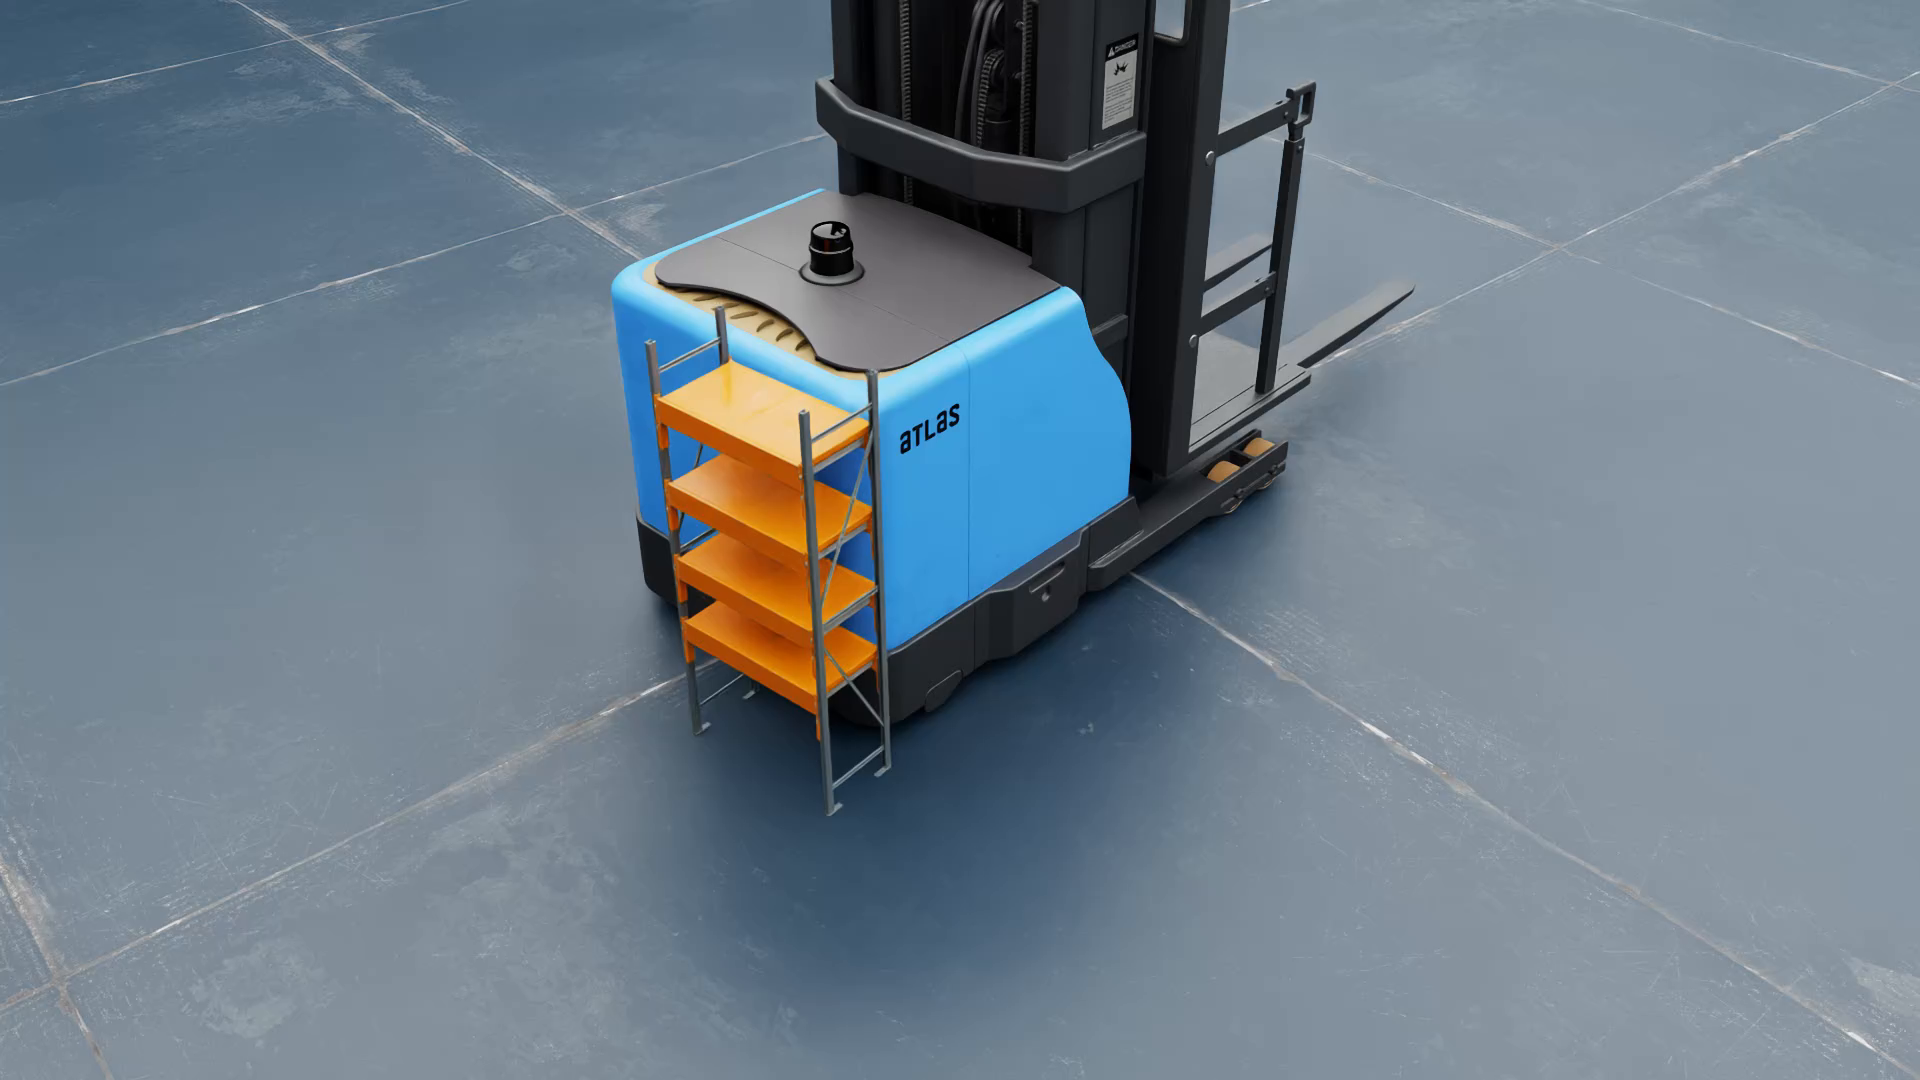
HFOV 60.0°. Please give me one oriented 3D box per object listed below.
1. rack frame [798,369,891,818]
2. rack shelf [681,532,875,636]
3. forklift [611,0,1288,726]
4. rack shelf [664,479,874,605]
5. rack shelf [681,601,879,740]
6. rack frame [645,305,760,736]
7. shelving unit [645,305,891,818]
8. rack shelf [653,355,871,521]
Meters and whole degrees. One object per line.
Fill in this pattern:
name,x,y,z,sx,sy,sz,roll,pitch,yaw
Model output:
rack frame,-0.265,0.165,3.979,0.015,1.200,0.240,25,43,31
rack shelf,-0.453,0.098,4.122,0.457,0.050,0.221,25,43,31
forklift,0.057,-1.205,4.471,1.129,2.867,1.939,28,44,34
rack shelf,-0.453,-0.053,4.015,0.480,0.148,0.258,25,43,31
rack shelf,-0.453,0.292,4.260,0.480,0.148,0.258,25,43,31
rack frame,-0.641,-0.015,4.232,0.015,1.200,0.240,25,43,31
shelving unit,-0.453,0.075,4.106,0.503,1.200,0.258,25,43,31
rack shelf,-0.453,-0.246,3.878,0.480,0.148,0.258,25,43,31
